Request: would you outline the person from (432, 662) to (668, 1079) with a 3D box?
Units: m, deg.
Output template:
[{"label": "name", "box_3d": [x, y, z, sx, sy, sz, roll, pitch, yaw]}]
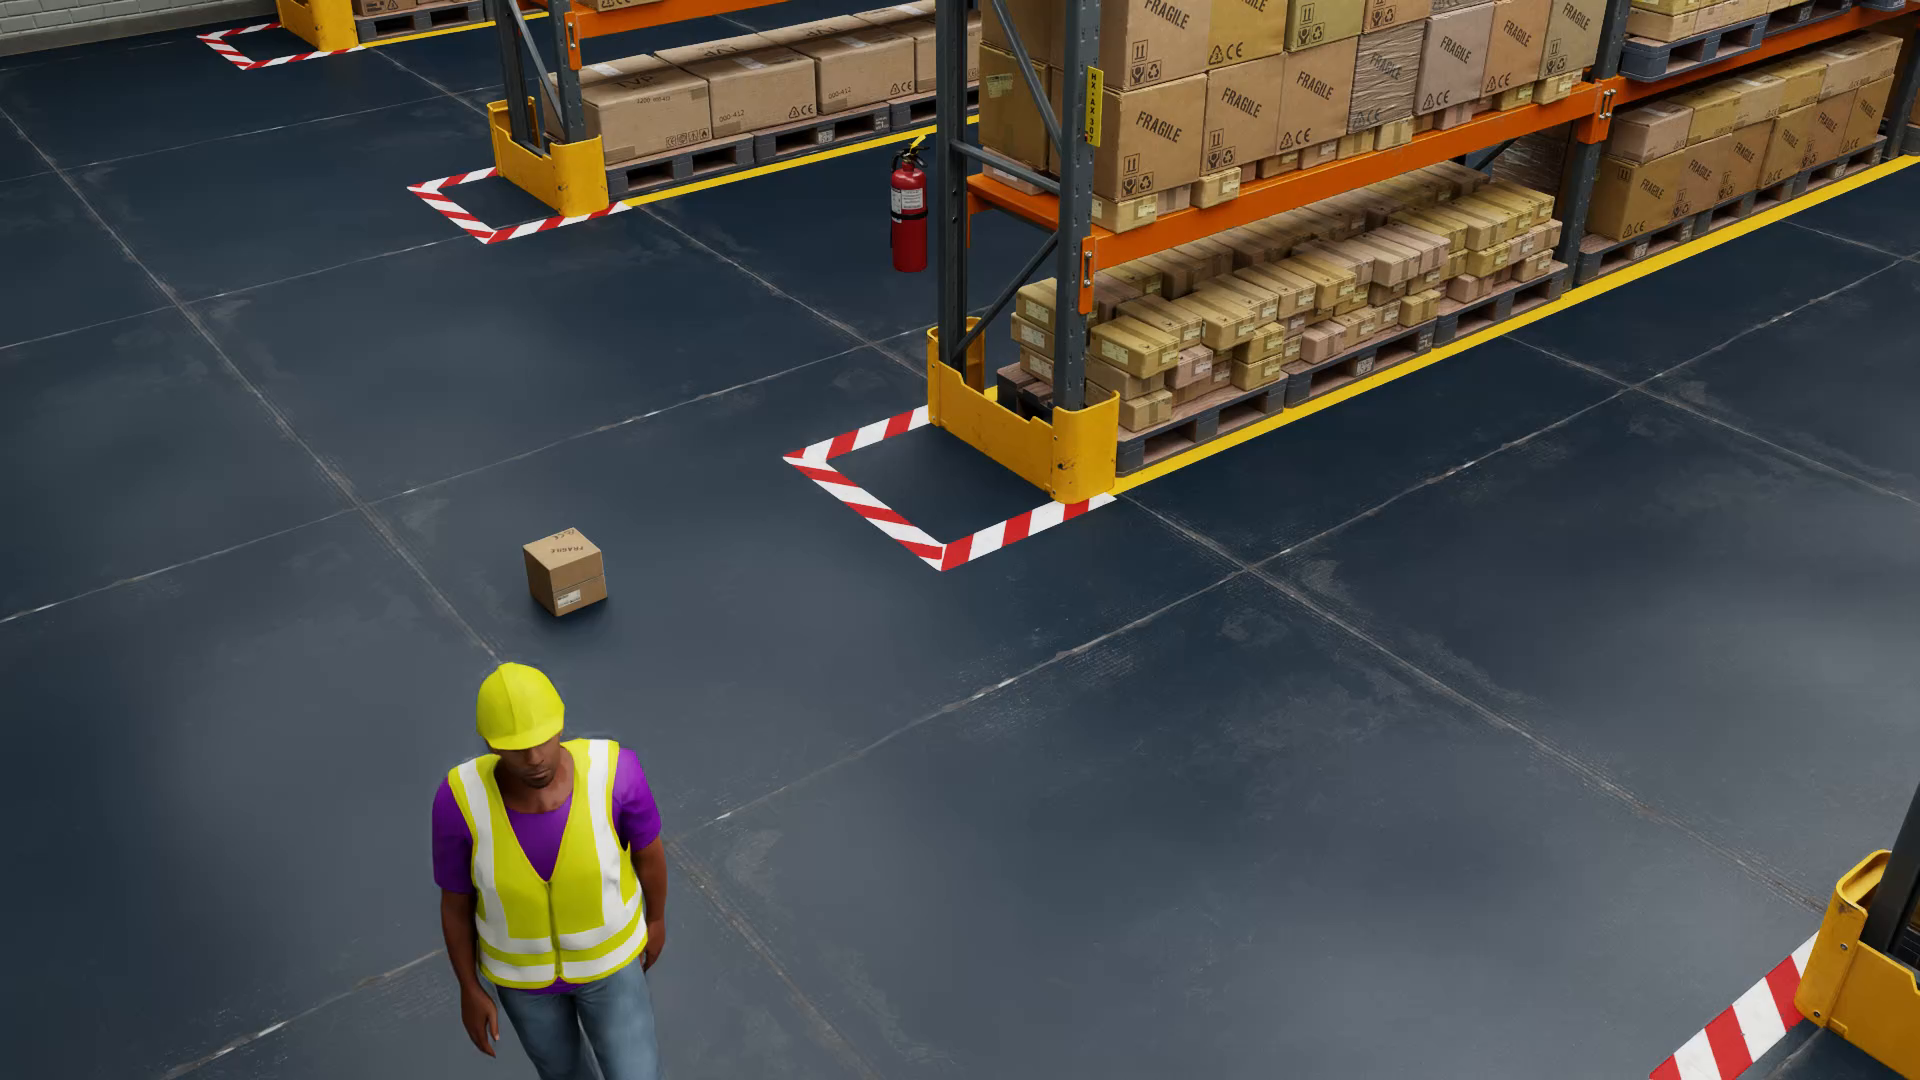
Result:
[{"label": "person", "box_3d": [-1.027, 1.115, 4.318, 0.566, 1.799, 0.468, -5, 32, -8]}]
